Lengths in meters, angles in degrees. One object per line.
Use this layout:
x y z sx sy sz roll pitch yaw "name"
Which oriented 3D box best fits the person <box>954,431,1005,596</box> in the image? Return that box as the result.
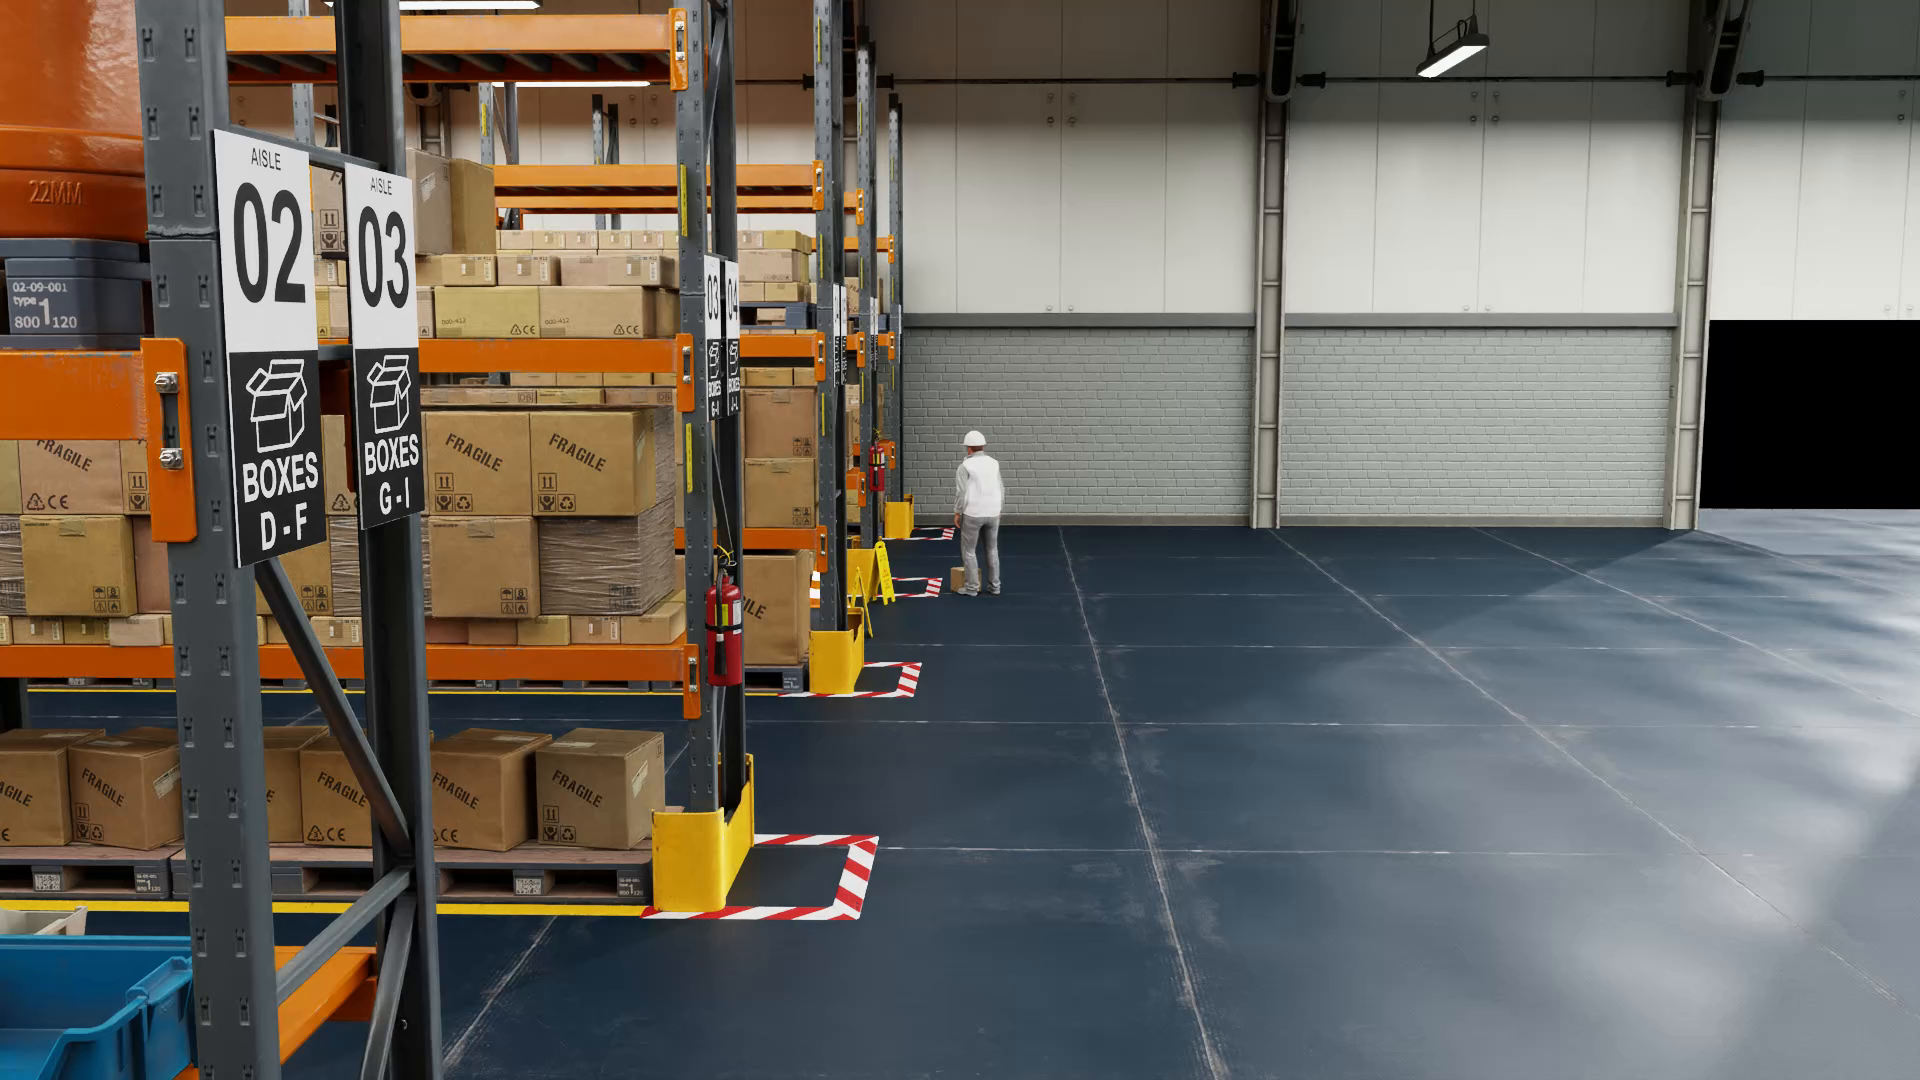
0.204 -0.290 17.967 0.581 1.771 0.464 -4 8 -26 "person"
